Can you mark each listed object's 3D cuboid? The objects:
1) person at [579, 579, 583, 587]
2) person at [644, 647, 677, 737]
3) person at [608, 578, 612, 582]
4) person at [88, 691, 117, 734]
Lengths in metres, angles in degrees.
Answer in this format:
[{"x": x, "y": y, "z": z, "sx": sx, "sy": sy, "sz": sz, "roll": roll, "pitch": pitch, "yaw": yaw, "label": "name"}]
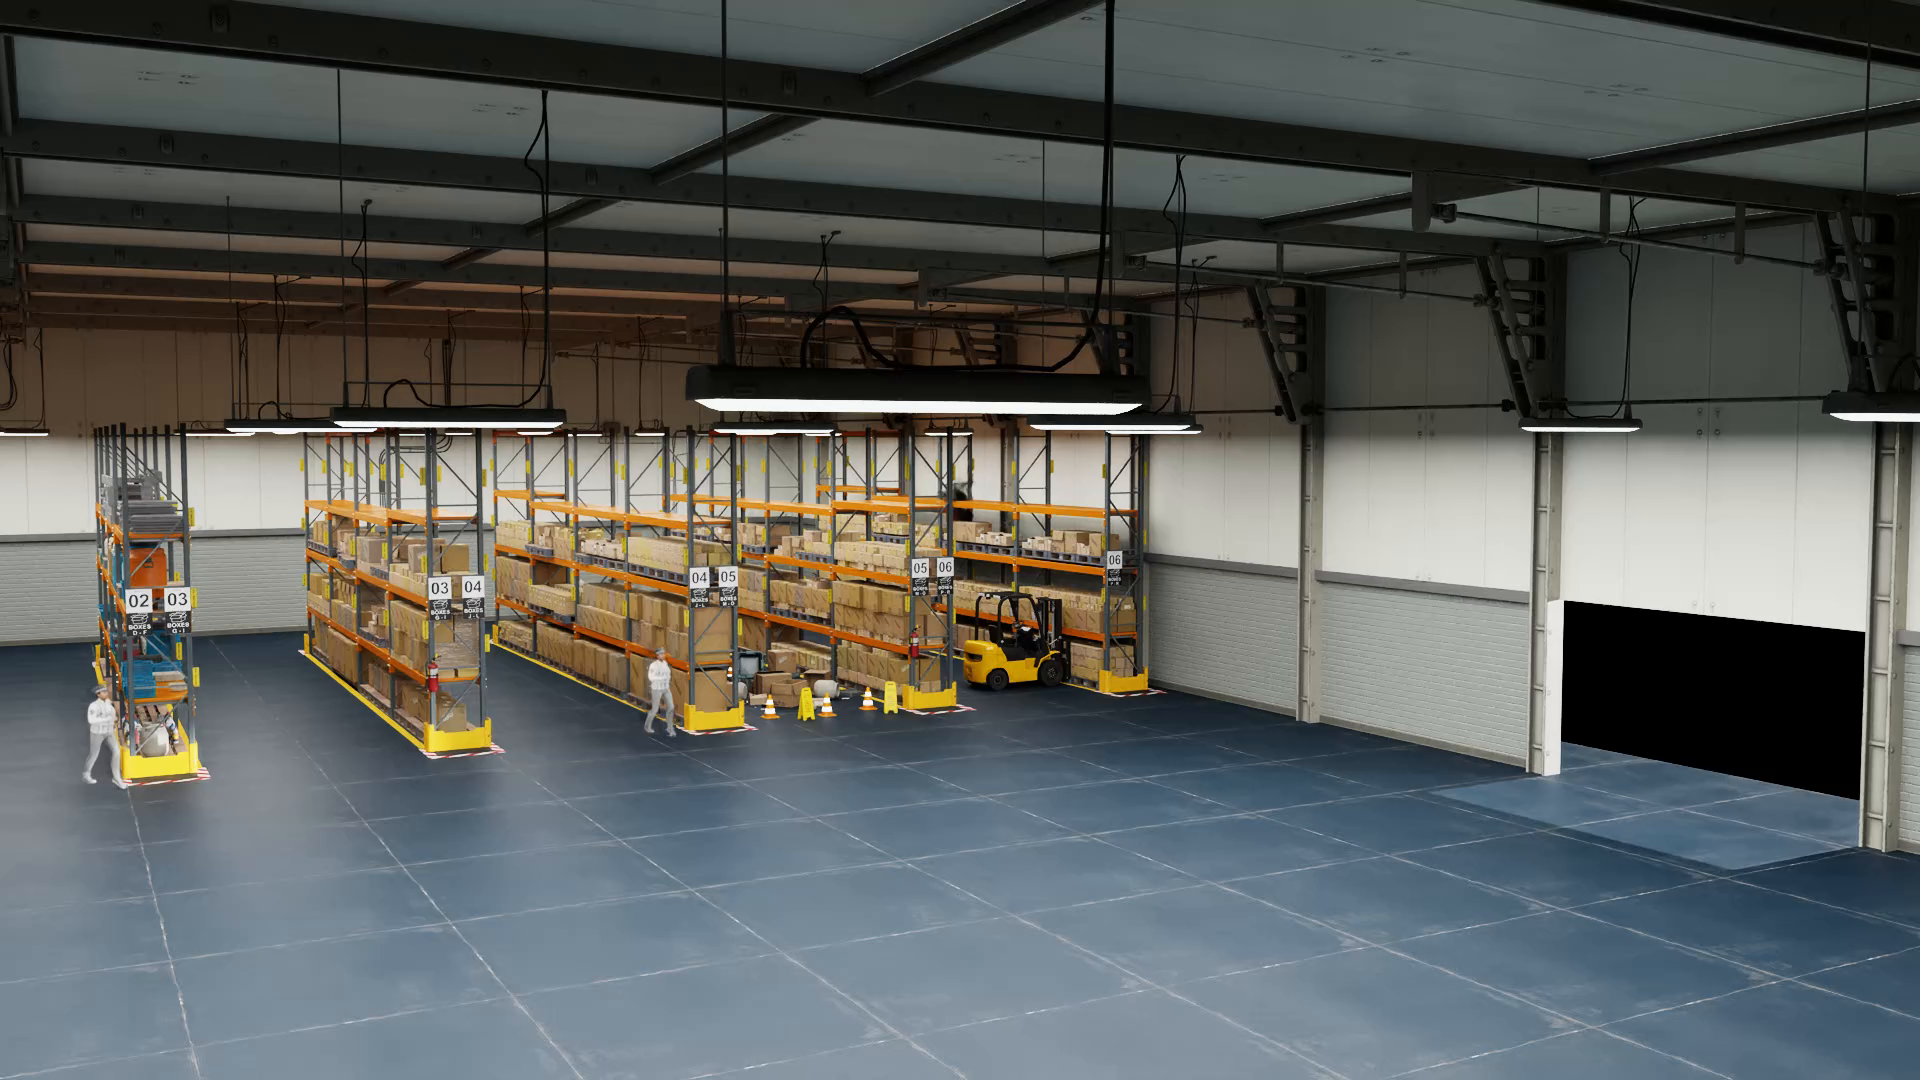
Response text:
[{"x": -10.855, "y": 1.993, "z": 47.407, "sx": 0.562, "sy": 1.748, "sz": 0.666, "roll": 3, "pitch": 4, "yaw": 38, "label": "person"}, {"x": -5.801, "y": 2.934, "z": 32.098, "sx": 0.694, "sy": 1.769, "sz": 0.609, "roll": 3, "pitch": 4, "yaw": 37, "label": "person"}, {"x": -10.376, "y": 1.932, "z": 49.872, "sx": 0.542, "sy": 1.577, "sz": 0.530, "roll": -1, "pitch": 4, "yaw": -22, "label": "person"}, {"x": -14.020, "y": 2.781, "z": 27.253, "sx": 0.616, "sy": 0.796, "sz": 0.610, "roll": 1, "pitch": 4, "yaw": 23, "label": "person"}]
